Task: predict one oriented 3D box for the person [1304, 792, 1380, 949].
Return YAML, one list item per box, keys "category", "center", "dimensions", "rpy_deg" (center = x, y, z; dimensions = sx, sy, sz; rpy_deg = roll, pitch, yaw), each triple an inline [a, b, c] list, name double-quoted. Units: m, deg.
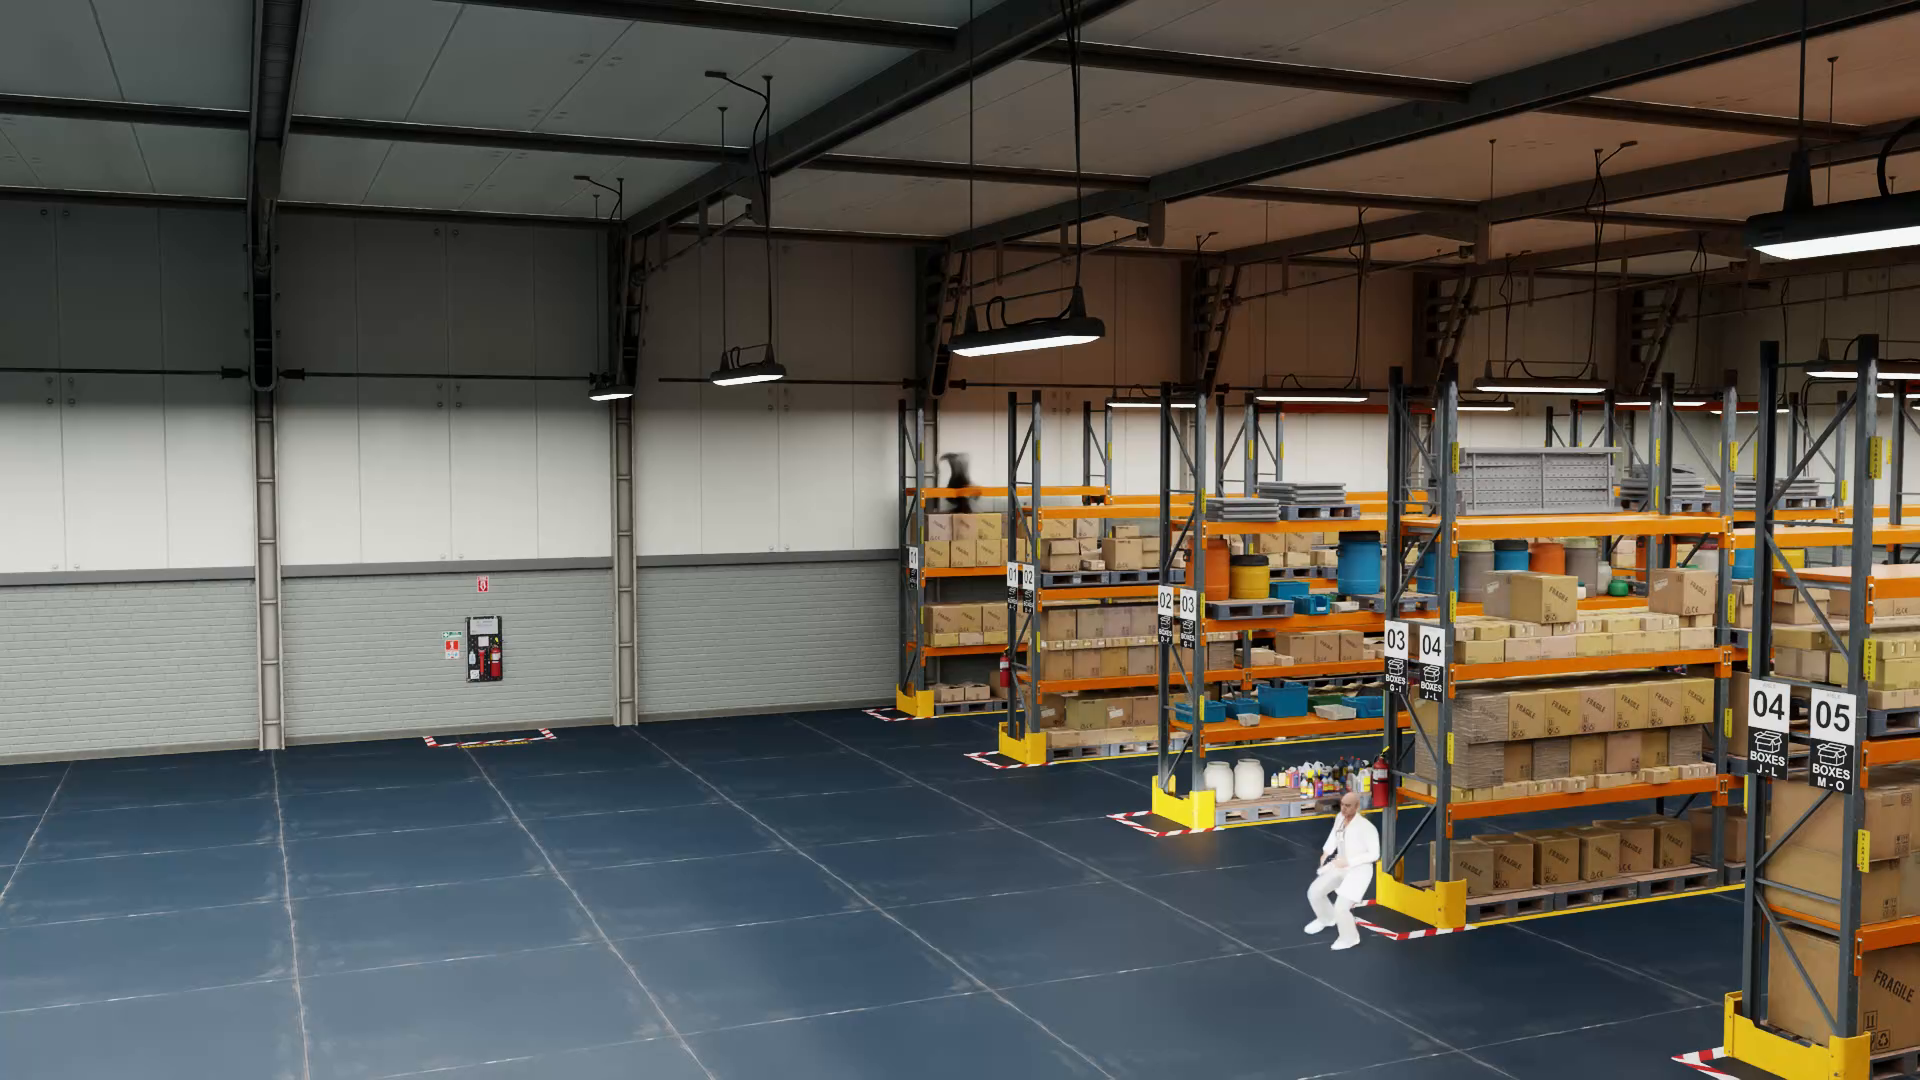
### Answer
- category: "person"
  center: [3.897, 3.376, 16.870]
  dimensions: [0.623, 1.694, 0.938]
  rpy_deg: [-2, 4, -34]
